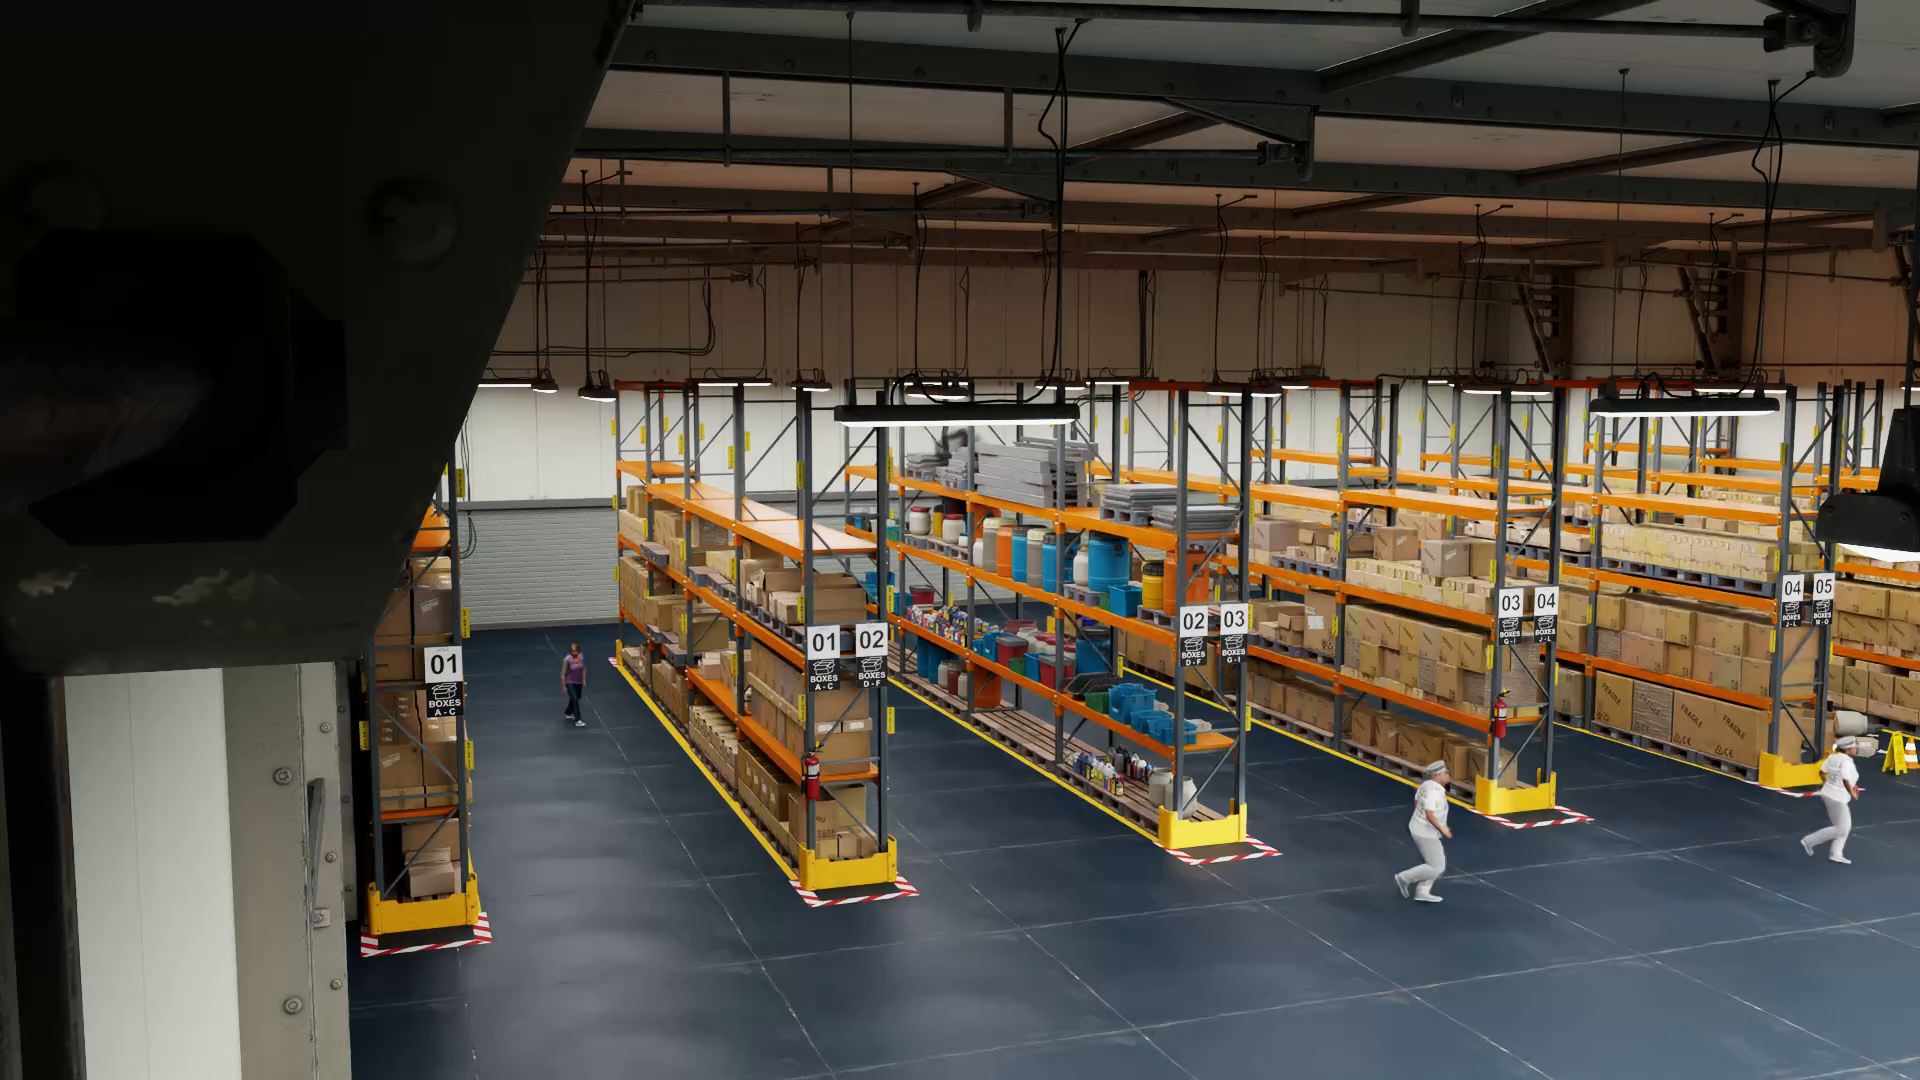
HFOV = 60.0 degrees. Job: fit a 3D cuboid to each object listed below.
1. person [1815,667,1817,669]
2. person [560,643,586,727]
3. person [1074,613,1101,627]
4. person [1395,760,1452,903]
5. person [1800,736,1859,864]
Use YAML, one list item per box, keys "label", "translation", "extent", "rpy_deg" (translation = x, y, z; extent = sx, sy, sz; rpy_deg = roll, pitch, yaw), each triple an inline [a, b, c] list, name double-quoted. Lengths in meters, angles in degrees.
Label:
- label: "person"
  translation: [16.716, 2.007, 33.247]
  extent: [0.607, 1.613, 0.861]
  rpy_deg: [-2, 6, -20]
- label: "person"
  translation: [-6.833, 2.511, 29.258]
  extent: [0.528, 1.465, 0.797]
  rpy_deg: [-6, 8, -43]
- label: "person"
  translation: [2.609, 1.967, 33.735]
  extent: [0.468, 1.670, 0.804]
  rpy_deg: [-2, 6, -19]
- label: "person"
  translation: [5.440, 3.424, 19.540]
  extent: [0.650, 1.714, 0.664]
  rpy_deg: [1, 6, 5]
- label: "person"
  translation: [11.055, 3.296, 21.137]
  extent: [0.649, 1.650, 0.562]
  rpy_deg: [1, 6, 9]
